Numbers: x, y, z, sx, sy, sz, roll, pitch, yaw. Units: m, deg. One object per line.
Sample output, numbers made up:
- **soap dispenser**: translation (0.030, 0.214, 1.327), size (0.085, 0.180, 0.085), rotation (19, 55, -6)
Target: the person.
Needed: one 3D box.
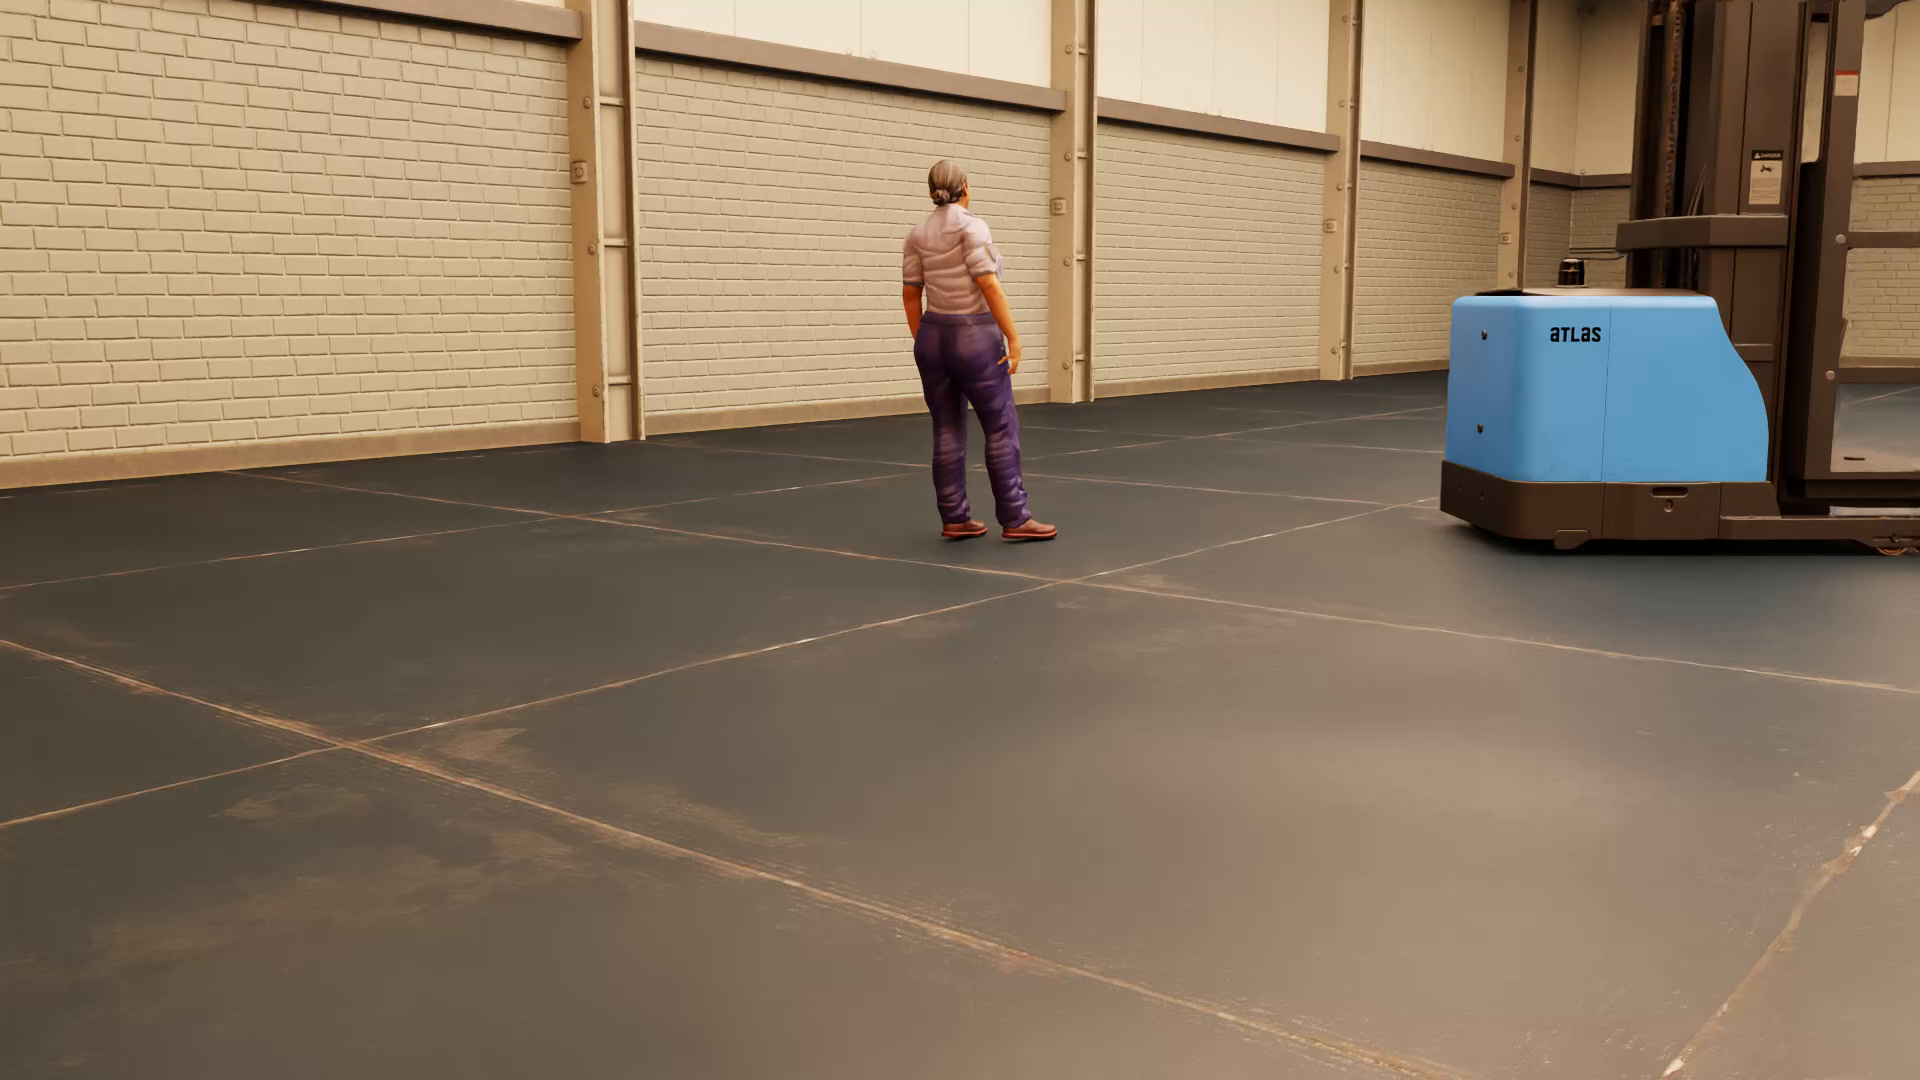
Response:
- **person**: translation (0.074, -0.830, 7.339), size (0.599, 1.650, 0.503), rotation (7, 11, 38)

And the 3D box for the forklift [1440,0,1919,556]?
- **forklift**: translation (3.793, -1.461, 7.265), size (3.031, 2.935, 1.130), rotation (0, 8, -1)
